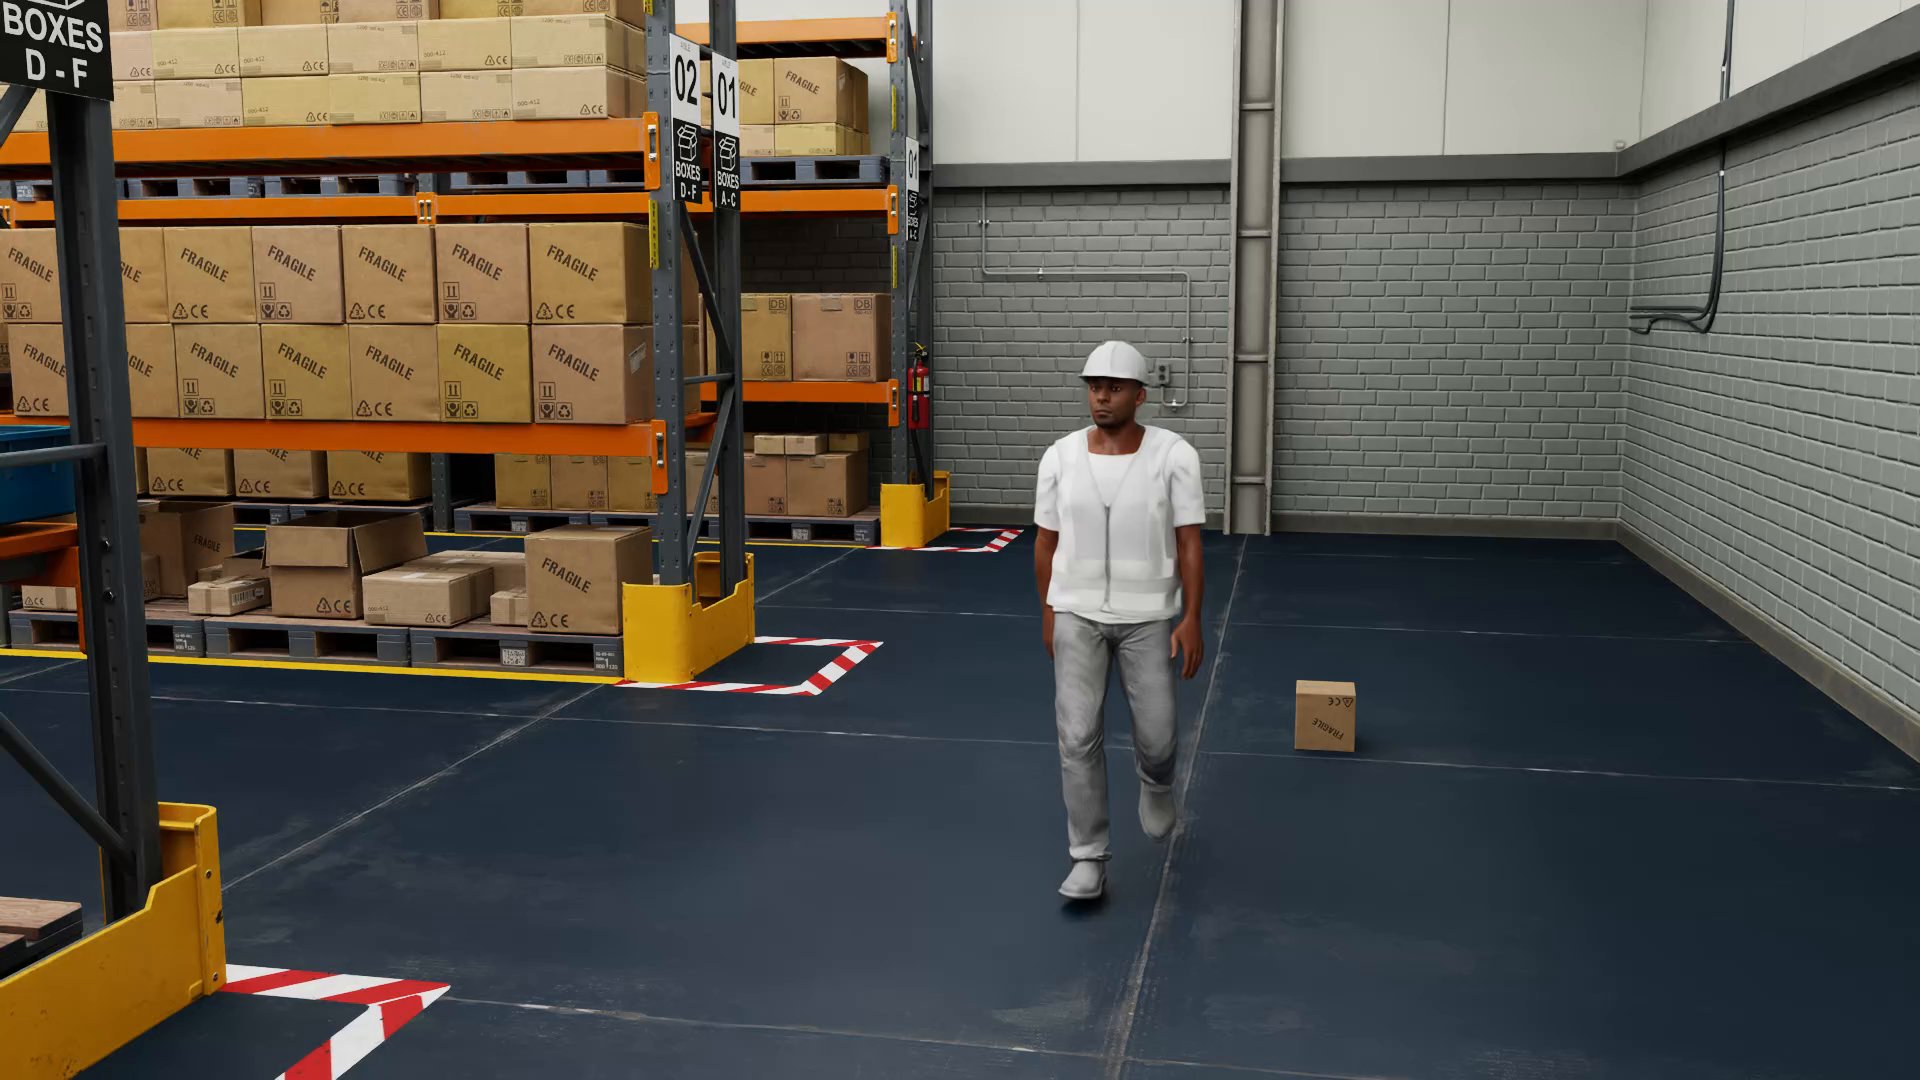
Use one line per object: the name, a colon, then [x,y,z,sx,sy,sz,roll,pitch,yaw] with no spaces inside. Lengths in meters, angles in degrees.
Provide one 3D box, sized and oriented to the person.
person: [0.512,0.234,5.379,0.576,1.746,0.707,2,8,13]
